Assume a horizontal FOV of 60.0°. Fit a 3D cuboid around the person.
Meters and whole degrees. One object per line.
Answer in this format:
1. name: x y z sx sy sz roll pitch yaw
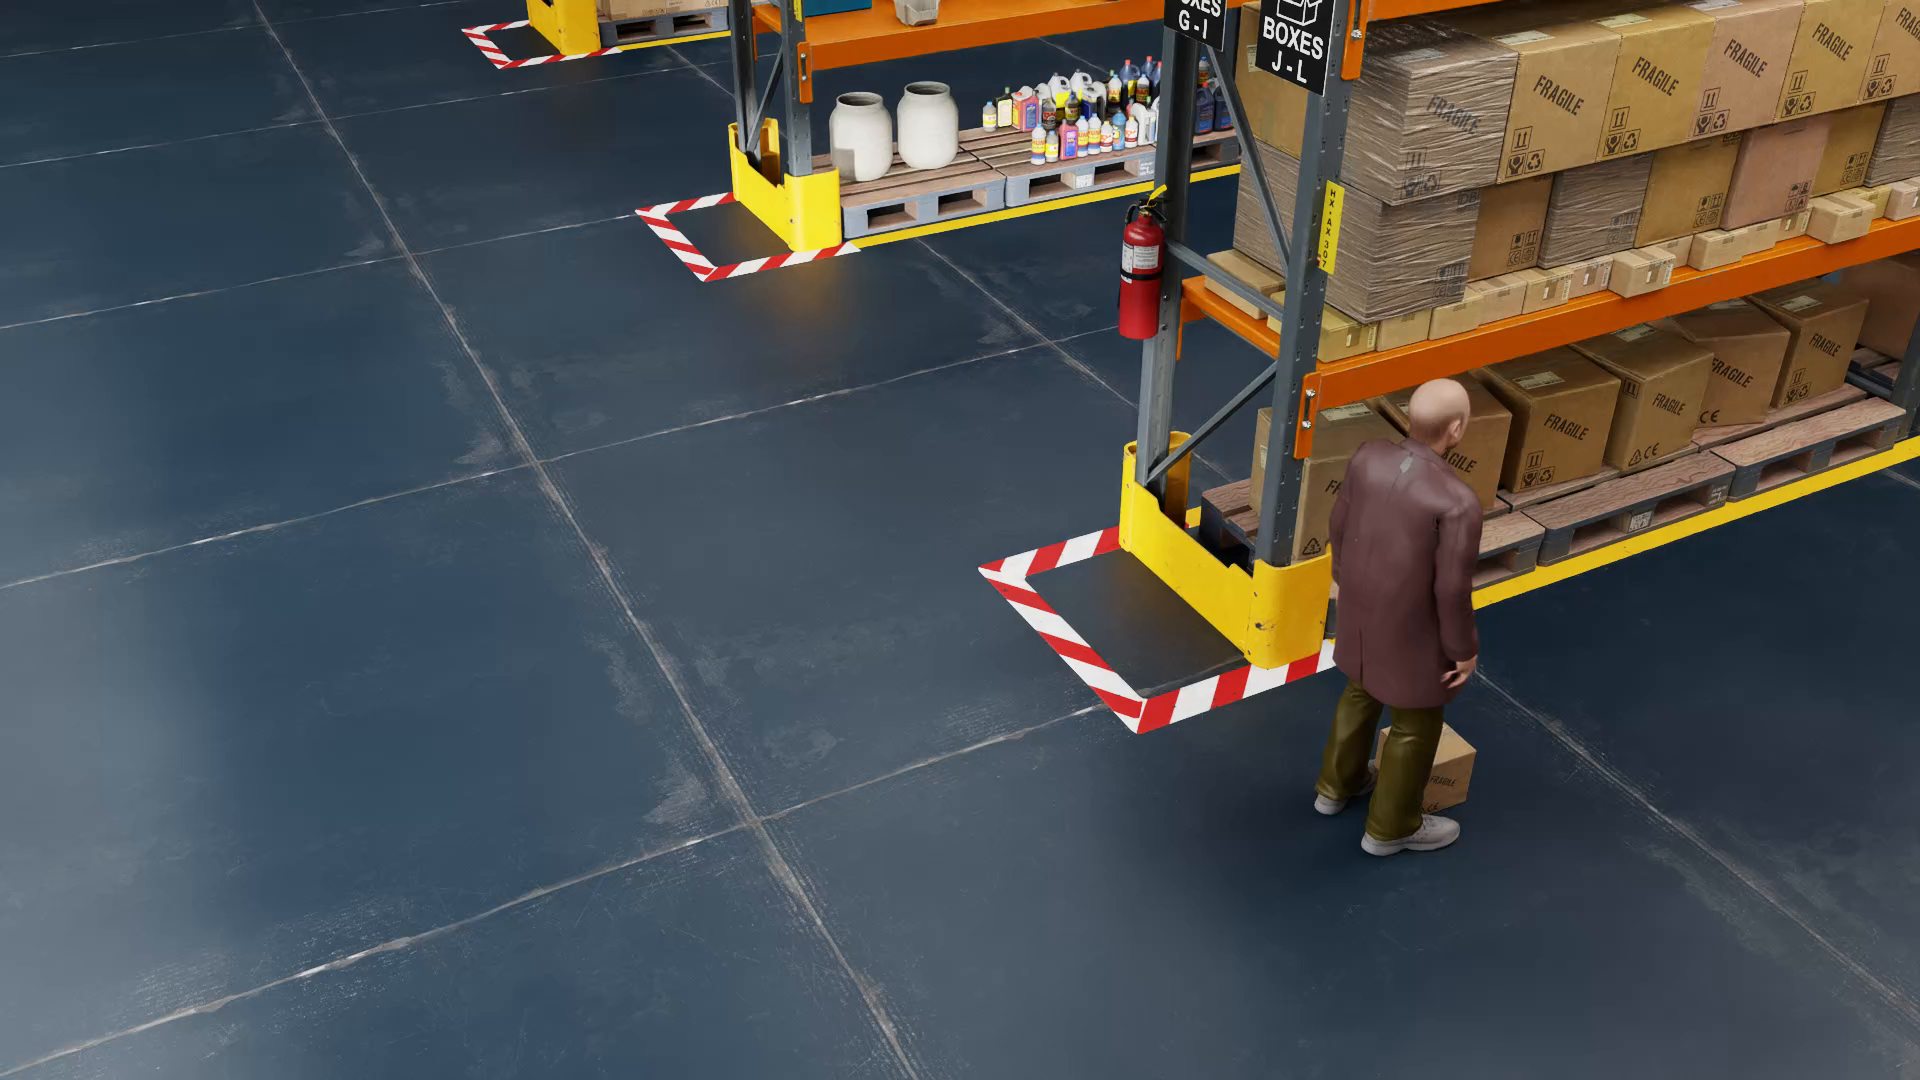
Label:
1. person: 1.514 0.264 5.740 0.420 1.774 0.654 -18 37 -26
